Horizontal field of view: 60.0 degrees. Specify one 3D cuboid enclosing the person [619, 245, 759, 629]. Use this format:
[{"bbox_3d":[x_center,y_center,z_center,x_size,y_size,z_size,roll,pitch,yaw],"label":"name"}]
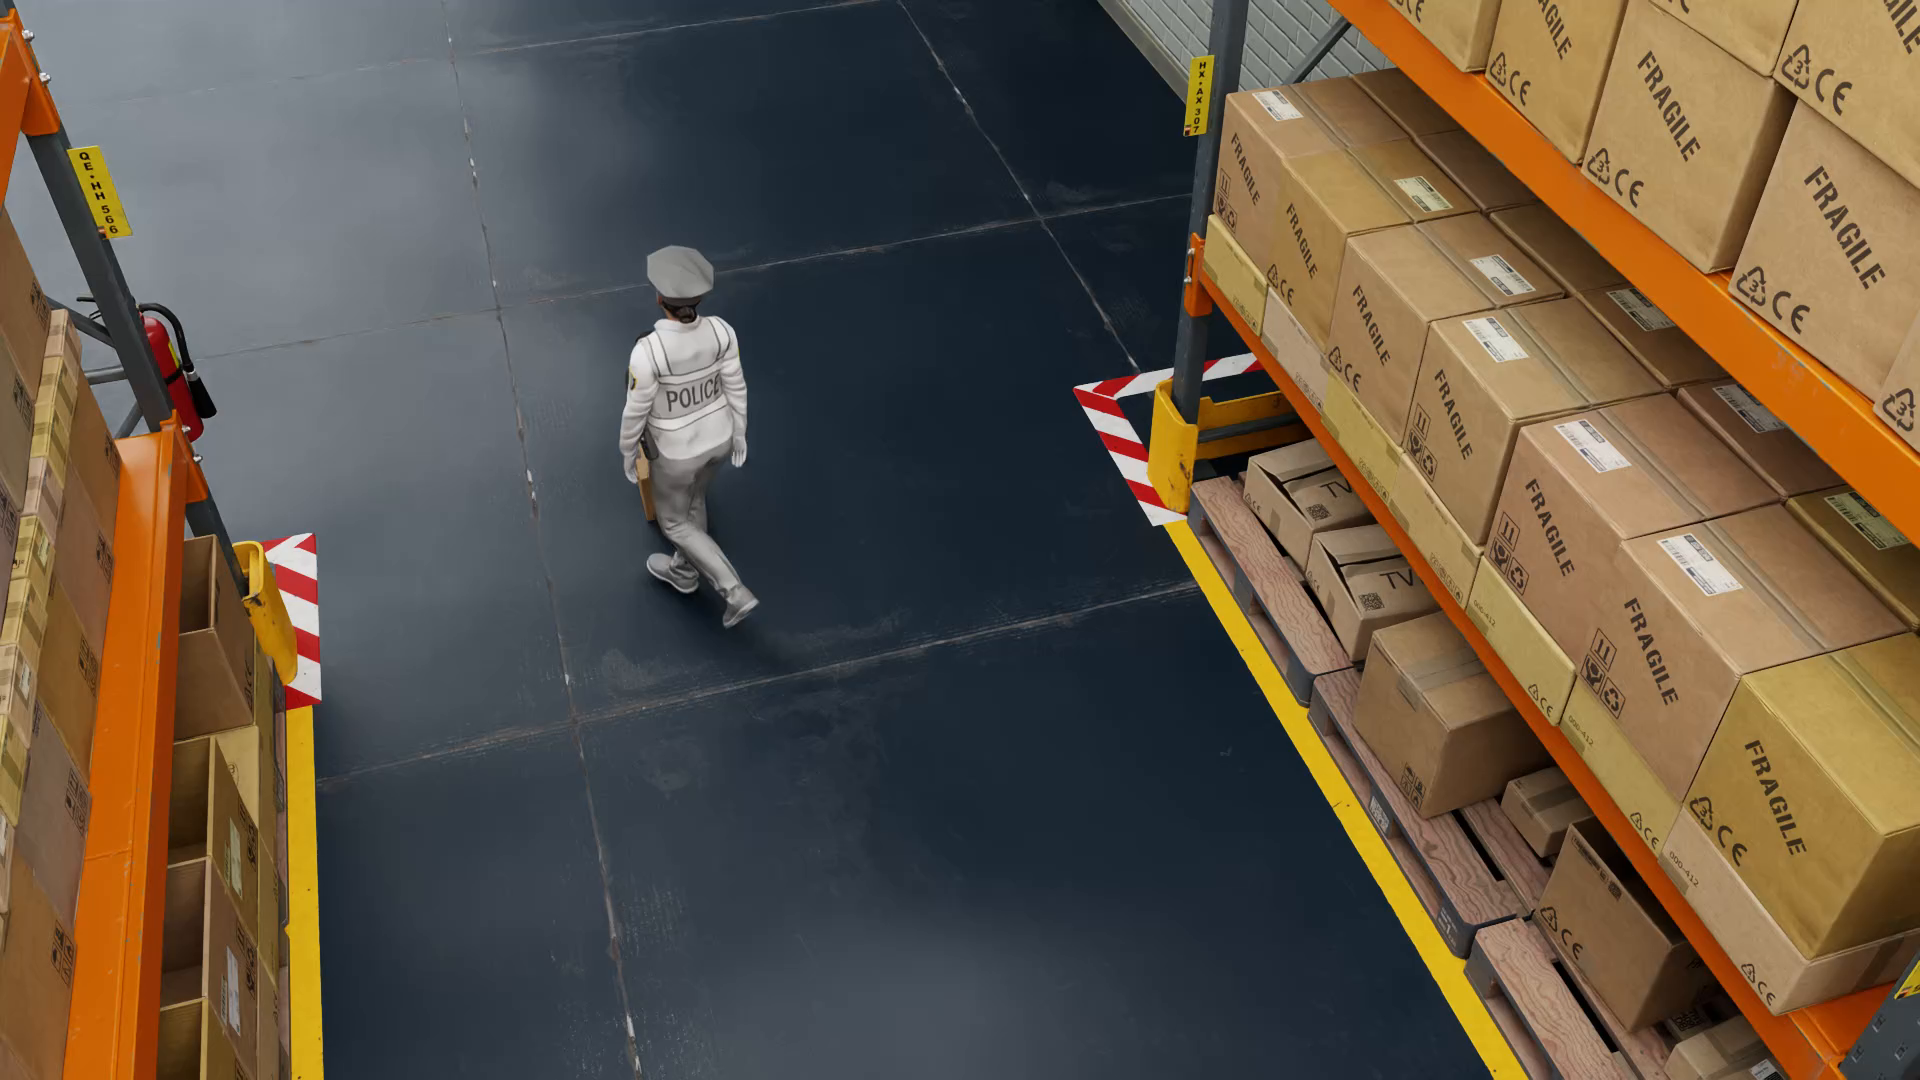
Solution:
[{"bbox_3d":[-1.034,-0.361,6.537,0.501,1.657,0.762,-34,52,-31],"label":"person"}]
